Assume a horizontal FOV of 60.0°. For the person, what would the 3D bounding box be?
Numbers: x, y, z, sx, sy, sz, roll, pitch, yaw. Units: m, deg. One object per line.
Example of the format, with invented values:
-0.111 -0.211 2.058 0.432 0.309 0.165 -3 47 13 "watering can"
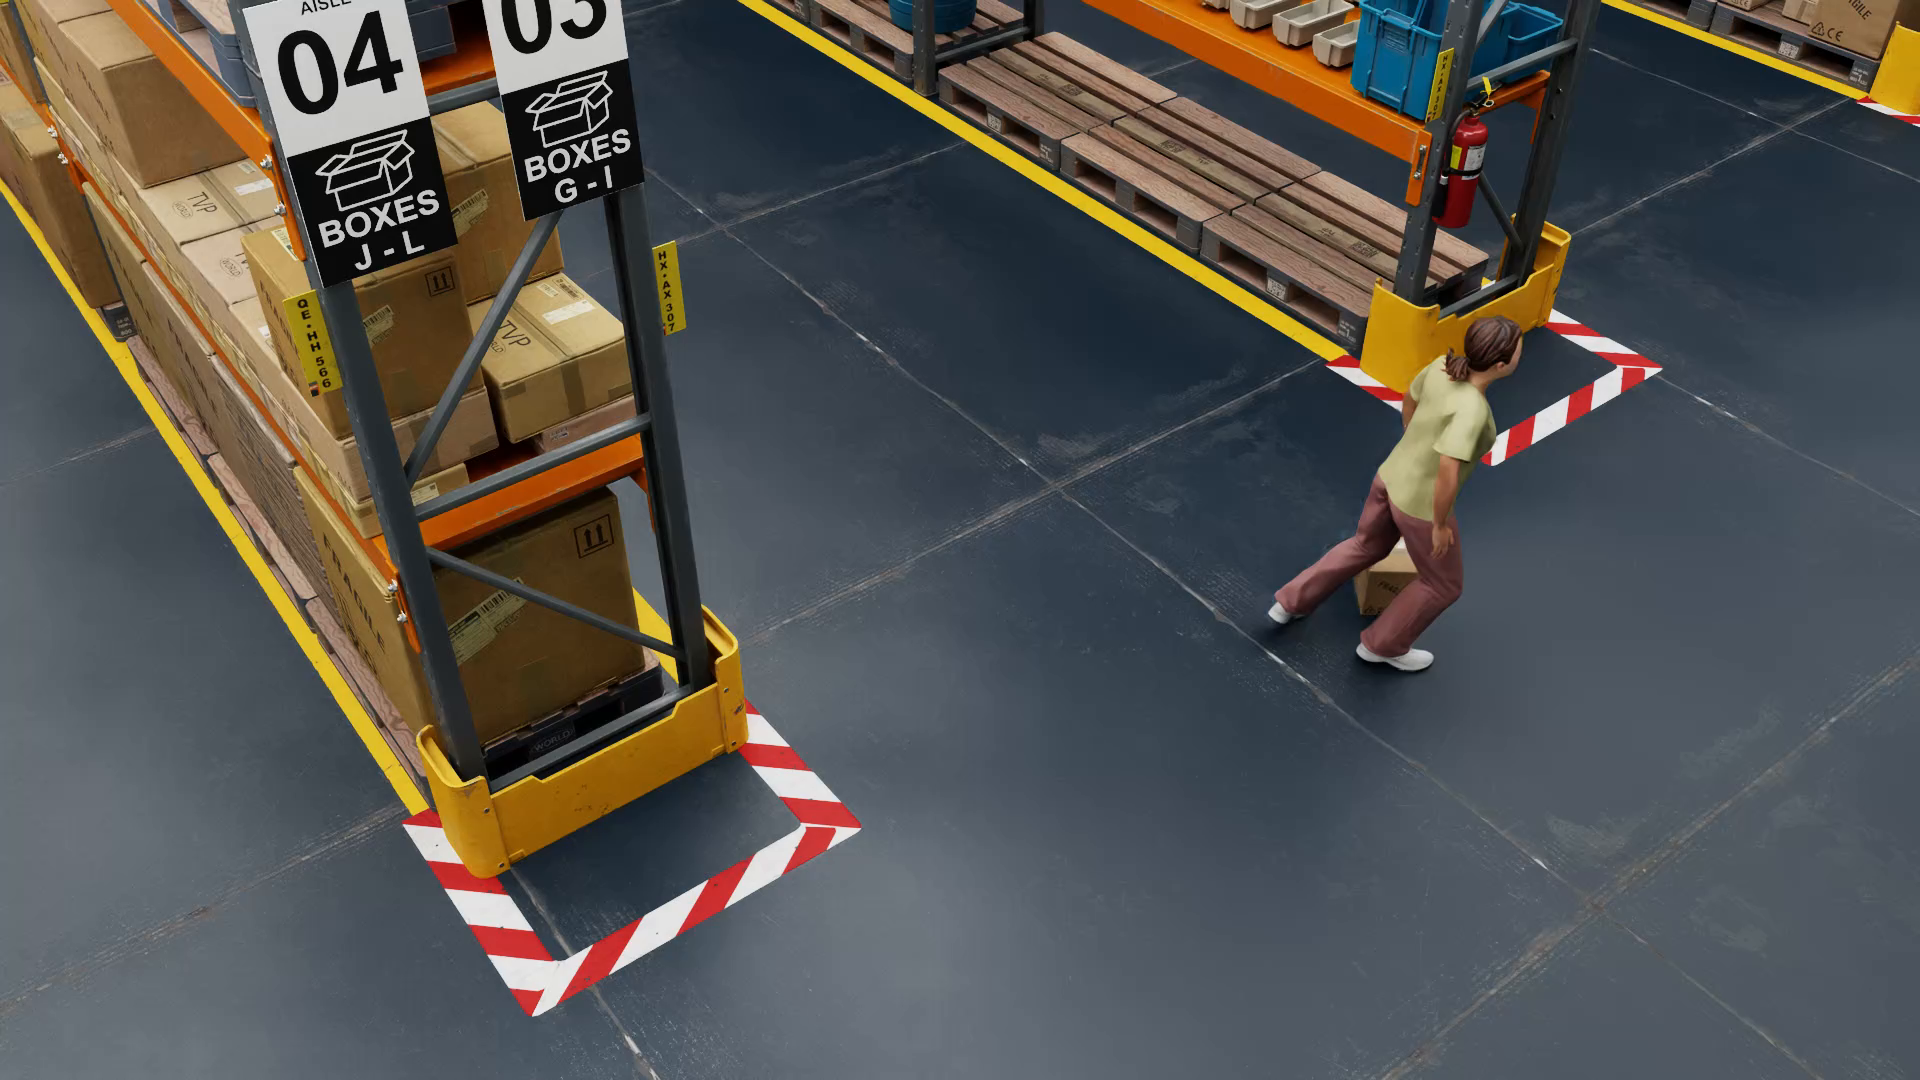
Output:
1.664 -0.152 6.393 0.745 1.605 0.607 -5 41 -5 "person"
